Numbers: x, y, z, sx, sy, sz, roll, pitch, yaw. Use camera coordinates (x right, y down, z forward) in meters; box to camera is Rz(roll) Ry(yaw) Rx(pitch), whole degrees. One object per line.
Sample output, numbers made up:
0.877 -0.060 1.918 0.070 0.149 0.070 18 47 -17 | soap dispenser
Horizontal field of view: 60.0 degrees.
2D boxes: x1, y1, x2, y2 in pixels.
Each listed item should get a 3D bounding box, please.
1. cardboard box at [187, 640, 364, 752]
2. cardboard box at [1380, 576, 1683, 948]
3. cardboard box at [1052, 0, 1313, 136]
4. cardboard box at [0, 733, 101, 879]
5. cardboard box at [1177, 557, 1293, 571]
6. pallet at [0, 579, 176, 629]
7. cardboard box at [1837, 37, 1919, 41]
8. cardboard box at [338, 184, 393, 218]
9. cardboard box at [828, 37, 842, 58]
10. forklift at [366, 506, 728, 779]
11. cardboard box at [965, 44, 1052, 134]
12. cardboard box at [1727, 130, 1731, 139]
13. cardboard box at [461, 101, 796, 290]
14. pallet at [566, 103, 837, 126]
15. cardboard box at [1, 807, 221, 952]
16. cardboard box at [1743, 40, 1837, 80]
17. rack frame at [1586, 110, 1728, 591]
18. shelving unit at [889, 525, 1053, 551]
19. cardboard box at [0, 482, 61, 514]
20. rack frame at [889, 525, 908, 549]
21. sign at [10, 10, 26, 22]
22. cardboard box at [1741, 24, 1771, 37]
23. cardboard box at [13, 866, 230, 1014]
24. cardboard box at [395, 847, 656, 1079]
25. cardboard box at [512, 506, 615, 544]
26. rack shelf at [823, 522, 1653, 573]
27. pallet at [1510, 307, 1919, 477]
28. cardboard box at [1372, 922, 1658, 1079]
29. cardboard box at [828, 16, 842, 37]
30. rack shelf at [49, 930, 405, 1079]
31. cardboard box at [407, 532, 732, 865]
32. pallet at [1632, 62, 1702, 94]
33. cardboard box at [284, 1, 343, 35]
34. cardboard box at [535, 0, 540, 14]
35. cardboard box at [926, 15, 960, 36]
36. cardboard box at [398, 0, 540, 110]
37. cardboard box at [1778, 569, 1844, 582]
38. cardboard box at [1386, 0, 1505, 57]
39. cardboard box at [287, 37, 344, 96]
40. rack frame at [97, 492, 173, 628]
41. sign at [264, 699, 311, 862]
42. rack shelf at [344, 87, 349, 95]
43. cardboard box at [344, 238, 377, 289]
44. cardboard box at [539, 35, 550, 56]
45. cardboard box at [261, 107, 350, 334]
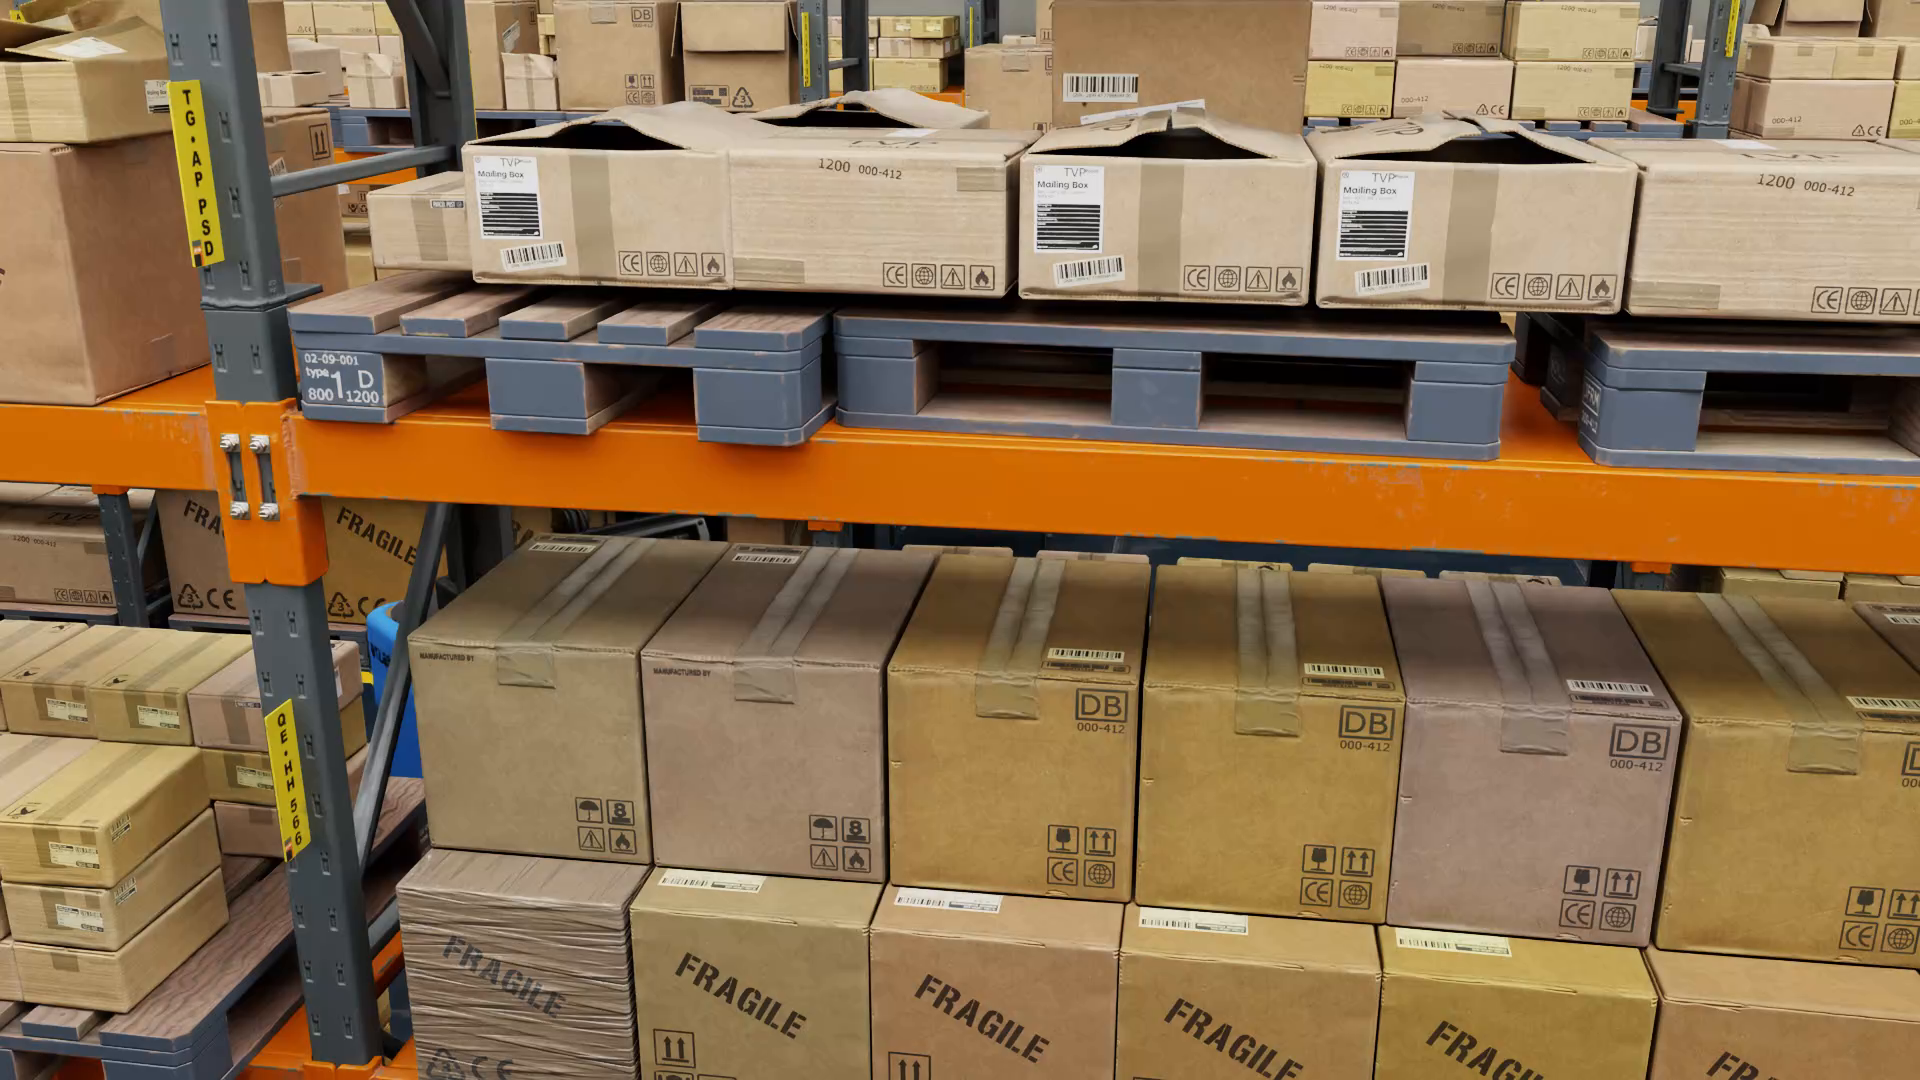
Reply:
-1.726 0.387 4.215 0.250 0.149 0.380 3 19 9 | cardboard box
1.155 0.439 3.530 0.500 0.500 0.700 3 19 9 | cardboard box
0.464 -0.883 3.511 0.500 0.500 0.500 3 19 9 | cardboard box
-2.101 0.577 3.648 0.250 0.149 0.380 3 19 8 | cardboard box
1.423 0.431 8.768 0.625 0.372 0.950 4 19 10 | cardboard box
-5.299 0.336 9.967 1.213 0.211 1.003 3 19 9 | pallet
4.197 -2.225 7.637 0.250 0.149 0.380 3 19 10 | cardboard box
-5.205 -3.063 14.315 0.500 0.500 0.500 2 19 7 | cardboard box
-0.976 -3.800 12.813 0.250 0.149 0.380 3 19 9 | cardboard box
-1.211 0.178 6.152 1.130 2.935 3.031 -15 23 -37 | forklift
0.323 -2.141 8.091 0.500 0.500 0.700 3 19 9 | cardboard box
3.699 -1.904 7.936 0.250 0.149 0.380 3 19 9 | cardboard box
-0.617 -0.688 3.226 0.500 0.311 0.500 3 19 9 | cardboard box
-1.255 -2.071 8.336 1.003 0.211 1.213 4 19 11 | pallet
-1.856 0.730 3.659 0.250 0.149 0.380 3 19 10 | cardboard box
3.598 -2.084 7.217 0.250 0.149 0.380 3 19 8 | cardboard box
3.338 -0.521 8.133 0.127 3.000 1.000 3 19 9 | rack frame
0.084 -0.707 11.052 1.048 1.500 0.538 3 19 9 | shelving unit
-6.047 -0.018 10.005 0.875 0.438 0.875 2 19 7 | cardboard box
-0.418 -0.733 11.129 0.032 1.500 0.500 3 19 9 | rack frame
-4.647 -2.455 8.246 0.005 0.325 0.100 3 19 9 | sign
5.539 -3.512 11.737 0.258 0.266 0.396 2 19 7 | cardboard box
-1.856 0.873 3.702 0.250 0.149 0.380 3 19 10 | cardboard box
-0.896 0.893 3.749 0.500 0.500 0.500 3 19 9 | cardboard box
-2.160 -0.021 9.325 0.875 0.875 0.875 3 19 9 | cardboard box
1.364 -0.281 8.548 4.000 0.370 1.077 3 19 9 | rack shelf
1.740 -0.328 3.129 1.217 0.209 0.805 2 19 6 | pallet
1.097 0.994 3.447 0.500 0.500 0.500 3 19 9 | cardboard box
-0.972 -3.954 12.804 0.250 0.149 0.380 3 19 8 | cardboard box
-3.271 1.074 4.500 4.000 0.370 1.077 3 19 9 | rack shelf
-0.855 0.338 3.833 0.500 0.500 0.700 3 19 8 | cardboard box
4.968 -3.422 12.215 1.213 0.211 1.003 3 19 9 | pallet
-5.315 -4.209 13.409 0.500 0.250 0.500 3 19 10 | cardboard box
-3.464 -4.372 13.371 0.258 0.266 0.396 3 19 8 | cardboard box
-0.147 -4.064 13.135 0.250 0.149 0.380 2 19 7 | cardboard box
-2.397 -2.389 8.170 0.500 0.500 0.500 3 19 9 | cardboard box
3.992 0.060 7.864 0.250 0.149 0.380 3 19 9 | cardboard box
2.331 -2.486 8.064 0.500 0.250 0.500 3 19 7 | cardboard box
-3.657 -2.525 8.872 0.500 0.311 0.500 3 19 9 | cardboard box
-4.560 -0.924 9.336 0.127 3.000 1.000 3 19 9 | rack frame
-1.373 0.492 3.404 0.005 0.325 0.100 3 19 9 | sign
-5.752 -3.661 13.924 4.000 0.370 1.077 3 19 9 | rack shelf
-3.170 -1.290 8.698 0.500 0.500 0.500 2 19 7 | cardboard box
-3.295 -3.865 12.977 0.250 0.149 0.380 3 19 9 | cardboard box
-1.818 -0.749 3.928 0.500 0.500 0.500 3 19 9 | cardboard box
